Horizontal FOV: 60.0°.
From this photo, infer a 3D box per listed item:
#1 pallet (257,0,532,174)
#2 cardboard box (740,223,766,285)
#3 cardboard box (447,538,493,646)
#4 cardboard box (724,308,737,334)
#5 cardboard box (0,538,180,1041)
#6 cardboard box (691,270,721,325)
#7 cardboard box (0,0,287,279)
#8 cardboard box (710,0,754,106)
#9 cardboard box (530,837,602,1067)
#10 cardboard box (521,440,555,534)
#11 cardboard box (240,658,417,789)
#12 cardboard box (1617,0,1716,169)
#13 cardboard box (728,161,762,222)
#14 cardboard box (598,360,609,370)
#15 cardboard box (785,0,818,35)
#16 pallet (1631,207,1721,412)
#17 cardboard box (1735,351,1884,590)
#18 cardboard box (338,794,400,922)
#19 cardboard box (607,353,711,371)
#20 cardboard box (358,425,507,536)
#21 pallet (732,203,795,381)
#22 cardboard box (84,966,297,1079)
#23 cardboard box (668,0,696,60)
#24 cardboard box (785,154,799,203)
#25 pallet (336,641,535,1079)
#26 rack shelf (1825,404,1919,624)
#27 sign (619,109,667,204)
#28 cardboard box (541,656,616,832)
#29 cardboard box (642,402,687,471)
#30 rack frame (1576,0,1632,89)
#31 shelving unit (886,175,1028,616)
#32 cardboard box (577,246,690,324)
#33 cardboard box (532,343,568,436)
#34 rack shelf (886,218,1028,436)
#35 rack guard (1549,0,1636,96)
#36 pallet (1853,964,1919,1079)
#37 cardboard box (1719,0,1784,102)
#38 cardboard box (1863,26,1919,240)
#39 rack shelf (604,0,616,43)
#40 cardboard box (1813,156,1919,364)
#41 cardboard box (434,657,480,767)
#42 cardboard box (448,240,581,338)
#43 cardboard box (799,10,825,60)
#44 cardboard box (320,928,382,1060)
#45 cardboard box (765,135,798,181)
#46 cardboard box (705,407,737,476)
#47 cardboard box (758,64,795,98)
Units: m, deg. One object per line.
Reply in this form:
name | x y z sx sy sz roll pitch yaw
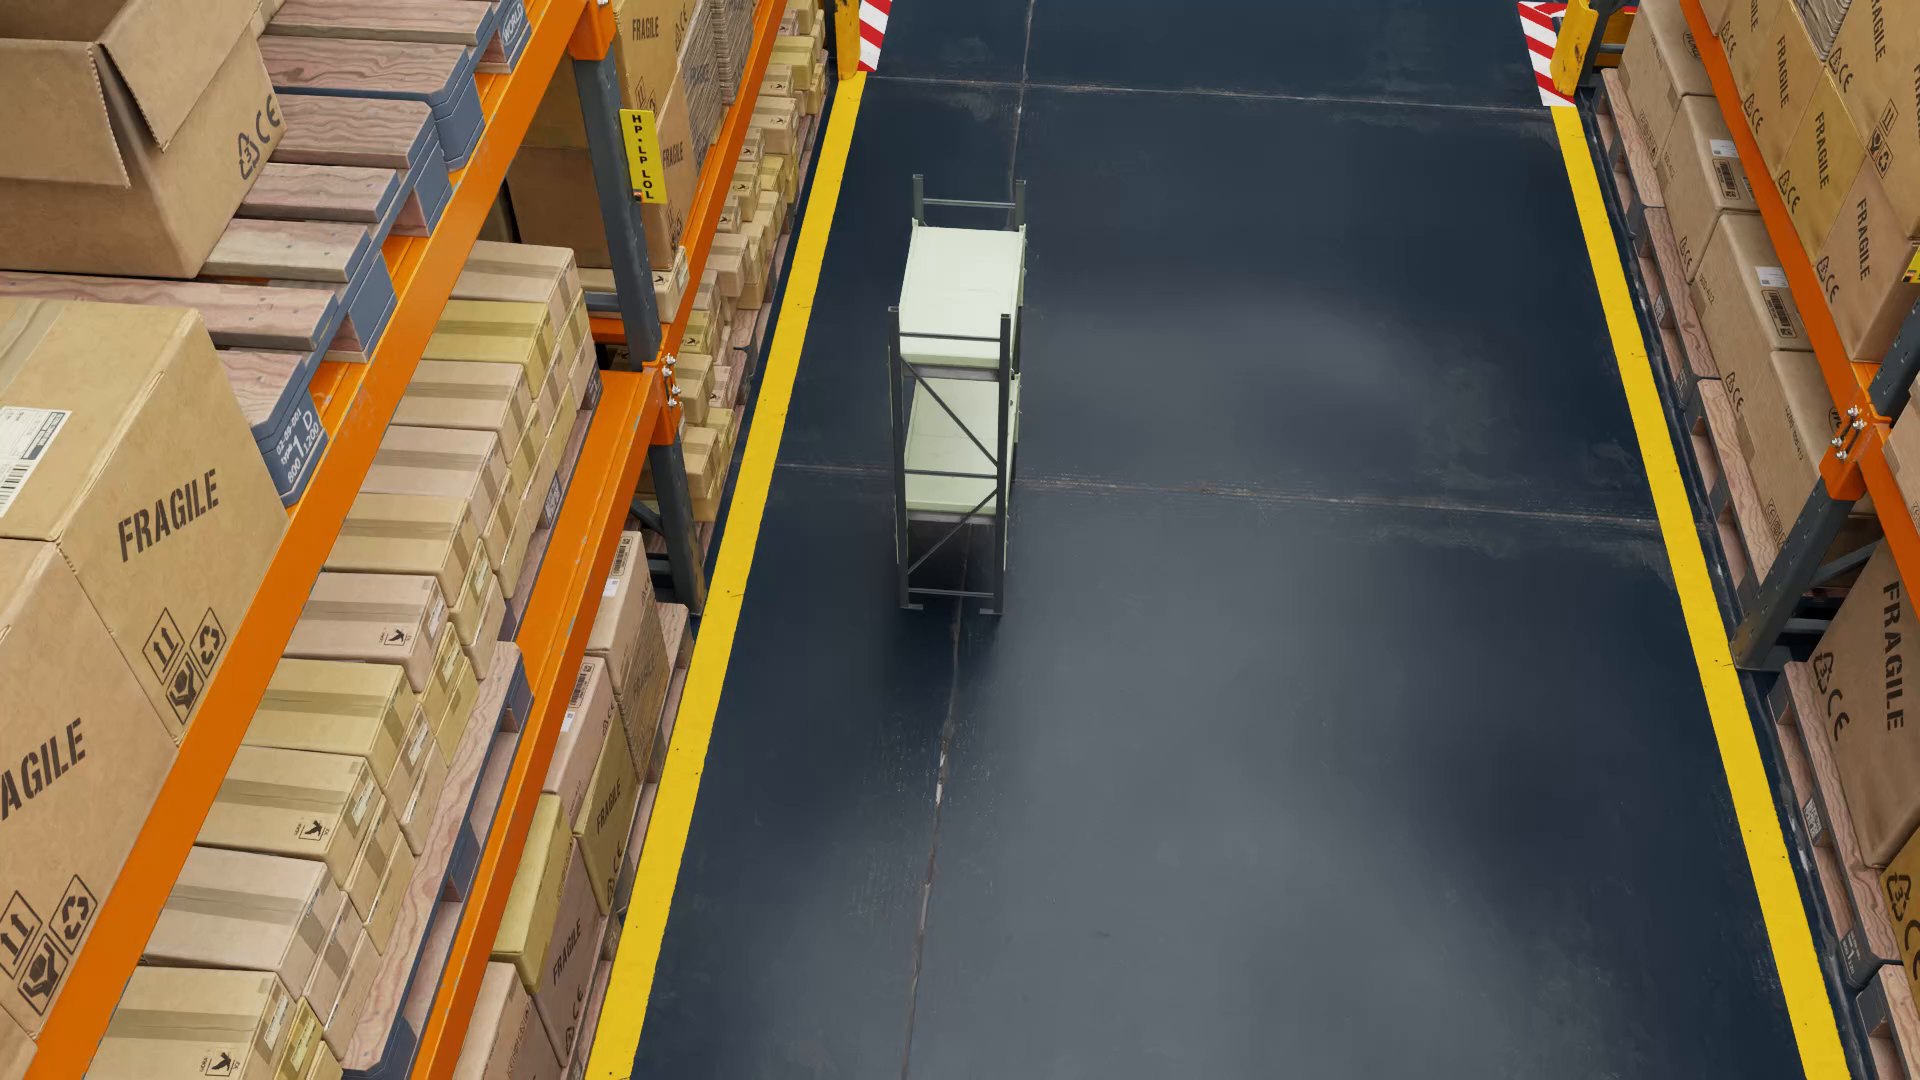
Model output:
pallet | -1.662 -1.292 3.993 1.213 0.211 1.003 4 48 4
cardboard box | -1.066 -1.267 7.322 0.380 0.149 0.250 4 48 3
cardboard box | -1.433 0.127 4.285 0.380 0.149 0.250 2 48 2
cardboard box | -1.188 -0.986 7.267 0.380 0.149 0.250 2 48 2
cardboard box | -1.509 0.334 2.311 0.500 0.500 0.500 4 48 4
cardboard box | -1.203 -0.990 6.866 0.380 0.149 0.250 3 48 3
cardboard box | -1.771 -0.852 3.109 0.797 0.503 0.637 3 48 3
cardboard box | -1.084 -2.002 6.279 0.500 0.500 0.500 3 48 3
cardboard box | -1.414 1.227 5.004 0.500 0.500 0.500 3 48 3
cardboard box | -1.386 -0.167 4.756 0.380 0.149 0.250 4 48 3
cardboard box | -1.484 0.417 3.818 0.380 0.149 0.250 3 48 3
cardboard box | 3.843 -2.255 8.232 0.875 0.438 0.875 2 48 2
cardboard box | -1.094 -1.555 7.384 0.380 0.149 0.250 4 48 4
cardboard box | -1.591 -0.849 7.141 0.380 0.149 0.250 3 48 3
cardboard box | -0.931 -2.703 8.434 0.380 0.149 0.250 4 48 4
pallet | 3.695 -1.042 7.560 1.003 0.211 1.213 4 48 4
cardboard box | 3.603 -0.262 6.408 0.875 0.438 0.875 3 48 3
cardboard box | -1.504 0.705 3.757 0.380 0.149 0.250 3 48 3
cardboard box | -1.228 -0.687 6.792 0.380 0.149 0.250 4 48 3
cardboard box | -1.414 -0.159 4.345 0.380 0.149 0.250 4 48 3
pallet | -1.365 -1.243 7.744 1.003 0.211 1.213 4 48 4
cardboard box | -1.556 0.994 3.291 0.380 0.149 0.250 2 48 2
cardboard box | -1.184 -1.958 5.561 0.500 0.500 0.500 3 48 2
cardboard box | -0.978 -1.749 7.964 0.380 0.149 0.250 2 48 2
pallet | -1.724 0.757 4.154 1.003 0.211 1.213 4 48 4
rack shelf | 3.257 1.182 4.124 1.077 0.370 4.000 4 48 4
sign | -0.946 -1.145 4.980 0.100 0.325 0.005 4 48 4
cardboard box | -1.376 0.601 5.069 0.500 0.250 0.500 6 48 5
cardboard box | -1.262 -0.409 6.335 0.380 0.149 0.250 6 48 5
rack frame | 3.804 -3.470 7.891 1.000 3.000 0.127 4 48 4
shelving unit | -0.001 -0.501 6.192 0.431 1.500 0.755 4 48 4
cardboard box | -1.148 -0.891 5.702 0.380 0.149 0.250 5 48 5
cardboard box | -1.362 -0.447 4.810 0.380 0.149 0.250 4 48 4
rack shelf | -0.001 -0.765 5.904 0.431 0.370 0.720 4 48 4
rack guard | 3.806 -2.644 8.829 1.175 0.500 0.348 4 48 4
pallet | 3.335 1.882 4.886 1.003 0.211 1.213 4 48 4
cardboard box | 3.362 -2.055 6.529 0.500 0.500 0.500 5 48 5
cardboard box | 3.207 -1.267 5.131 0.500 0.500 0.500 4 48 3
rack shelf | -1.317 -3.028 5.942 1.077 0.370 4.000 4 48 4
cardboard box | 3.227 -0.922 5.493 0.500 0.500 0.500 4 48 4
cardboard box | -1.454 0.417 4.222 0.380 0.149 0.250 6 48 5
cardboard box | -1.342 -0.739 4.875 0.380 0.149 0.250 6 48 5
cardboard box | -0.899 -2.601 8.542 0.380 0.149 0.250 3 48 2
cardboard box | -1.529 0.988 3.699 0.380 0.149 0.250 5 48 5
cardboard box | -0.979 -1.838 7.844 0.380 0.149 0.250 5 48 4
cardboard box | -1.122 -0.410 6.740 0.380 0.149 0.250 5 48 5
cardboard box | -0.995 -2.137 7.916 0.380 0.149 0.250 2 48 2
